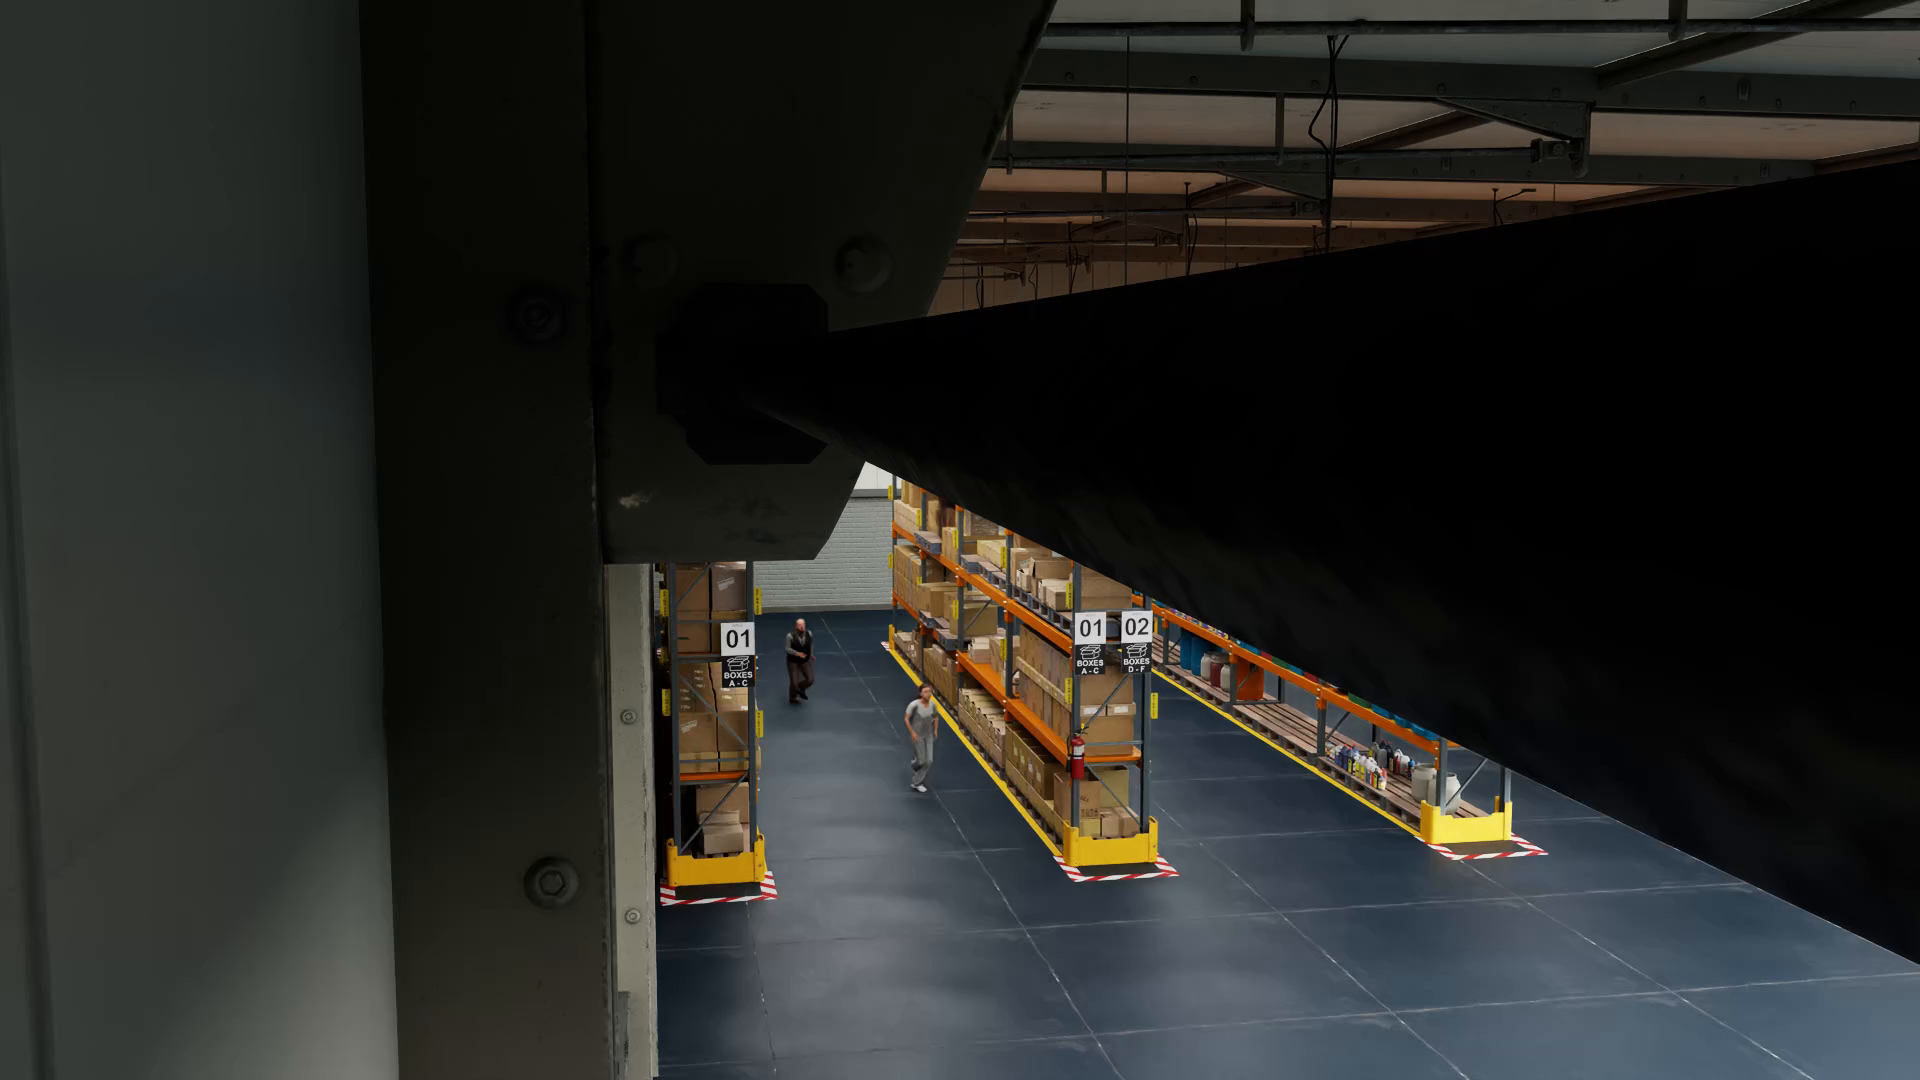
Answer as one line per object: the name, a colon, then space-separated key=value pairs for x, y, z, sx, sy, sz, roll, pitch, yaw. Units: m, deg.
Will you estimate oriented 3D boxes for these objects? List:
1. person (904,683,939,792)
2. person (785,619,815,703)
person: x=-0.584 y=2.890 z=24.553 sx=0.561 sy=1.610 sz=0.558 roll=-3 pitch=7 yaw=-25
person: x=-2.936 y=2.235 z=30.522 sx=0.650 sy=1.619 sz=0.791 roll=-3 pitch=7 yaw=-28
